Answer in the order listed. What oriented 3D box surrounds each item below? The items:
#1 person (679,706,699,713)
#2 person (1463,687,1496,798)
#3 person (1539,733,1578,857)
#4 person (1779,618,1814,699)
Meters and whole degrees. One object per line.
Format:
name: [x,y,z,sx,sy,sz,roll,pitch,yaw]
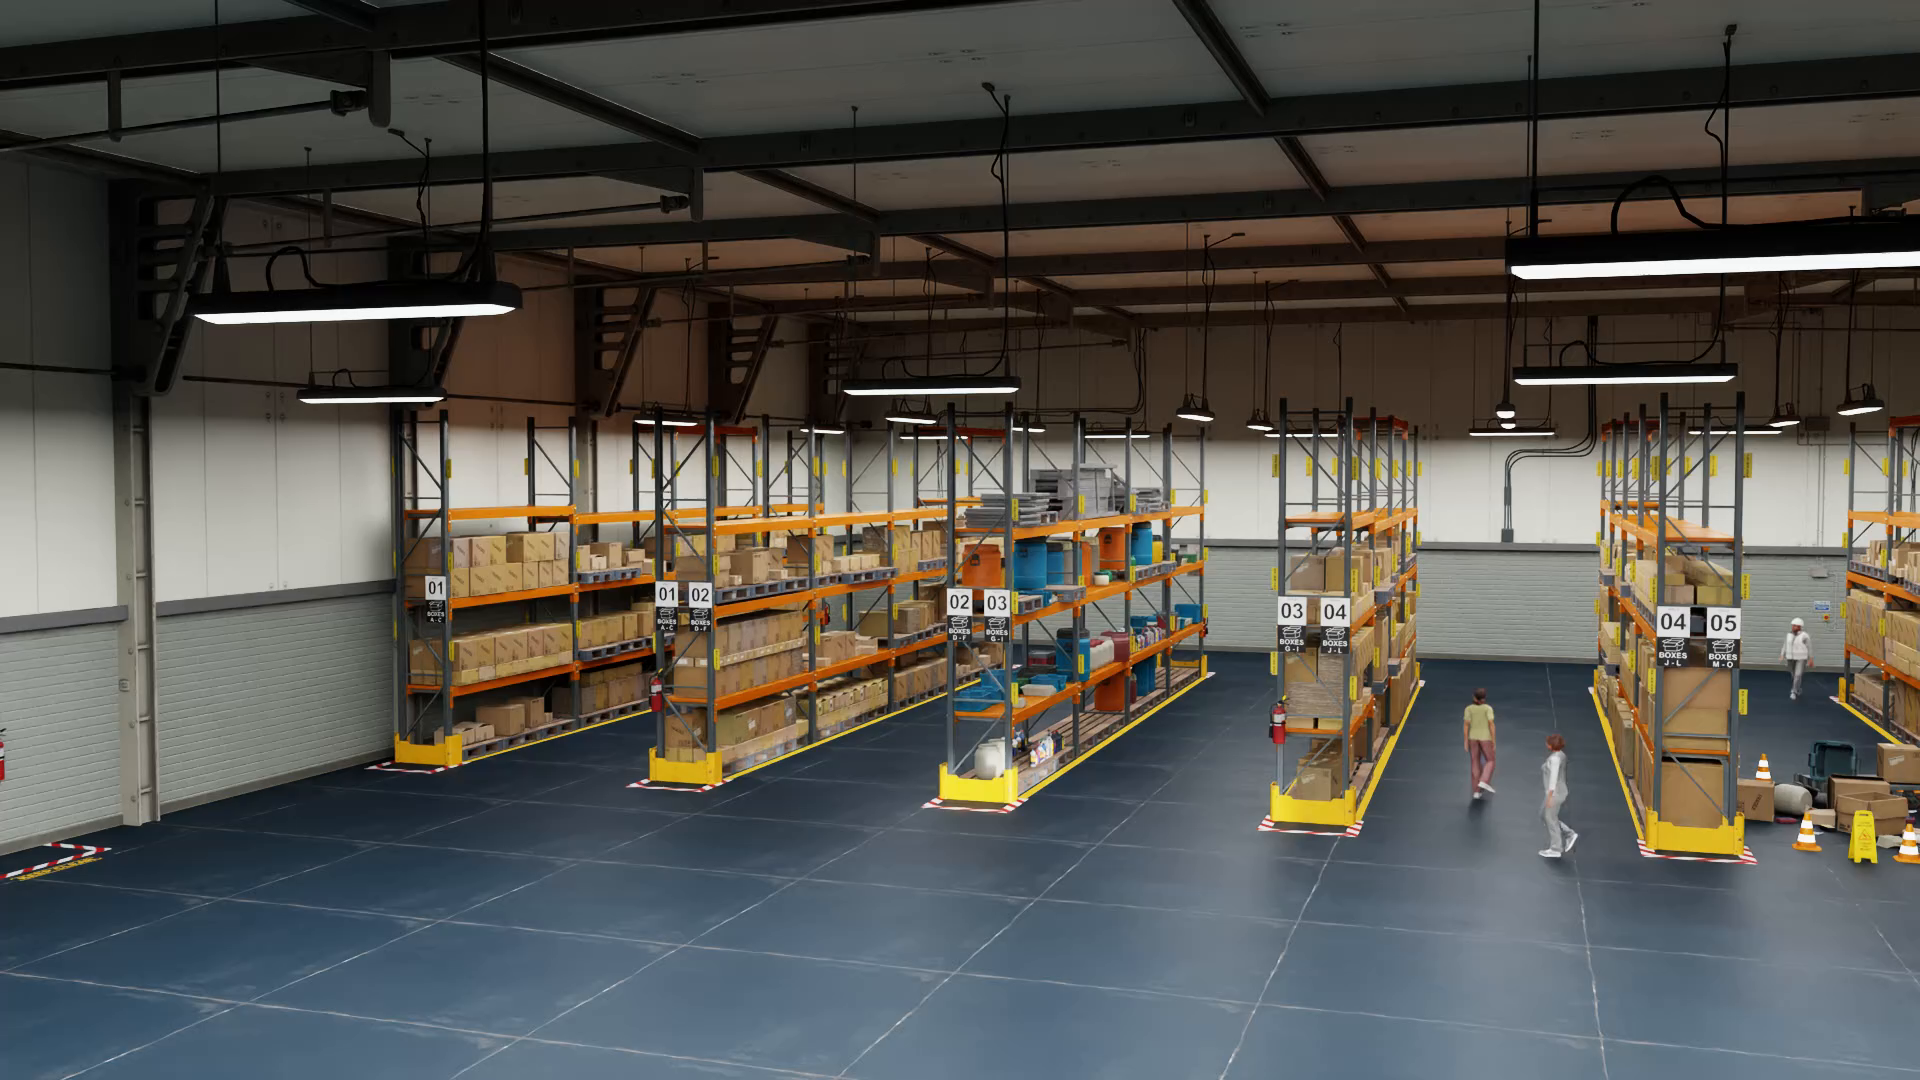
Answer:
person: [-5.338,2.723,33.020,0.567,1.690,0.934,0,2,-7]
person: [7.911,3.078,25.308,0.487,1.659,0.470,1,3,30]
person: [7.665,3.269,21.320,0.444,1.588,0.418,1,3,17]
person: [18.200,2.565,36.221,1.019,1.713,0.629,-2,3,-39]
